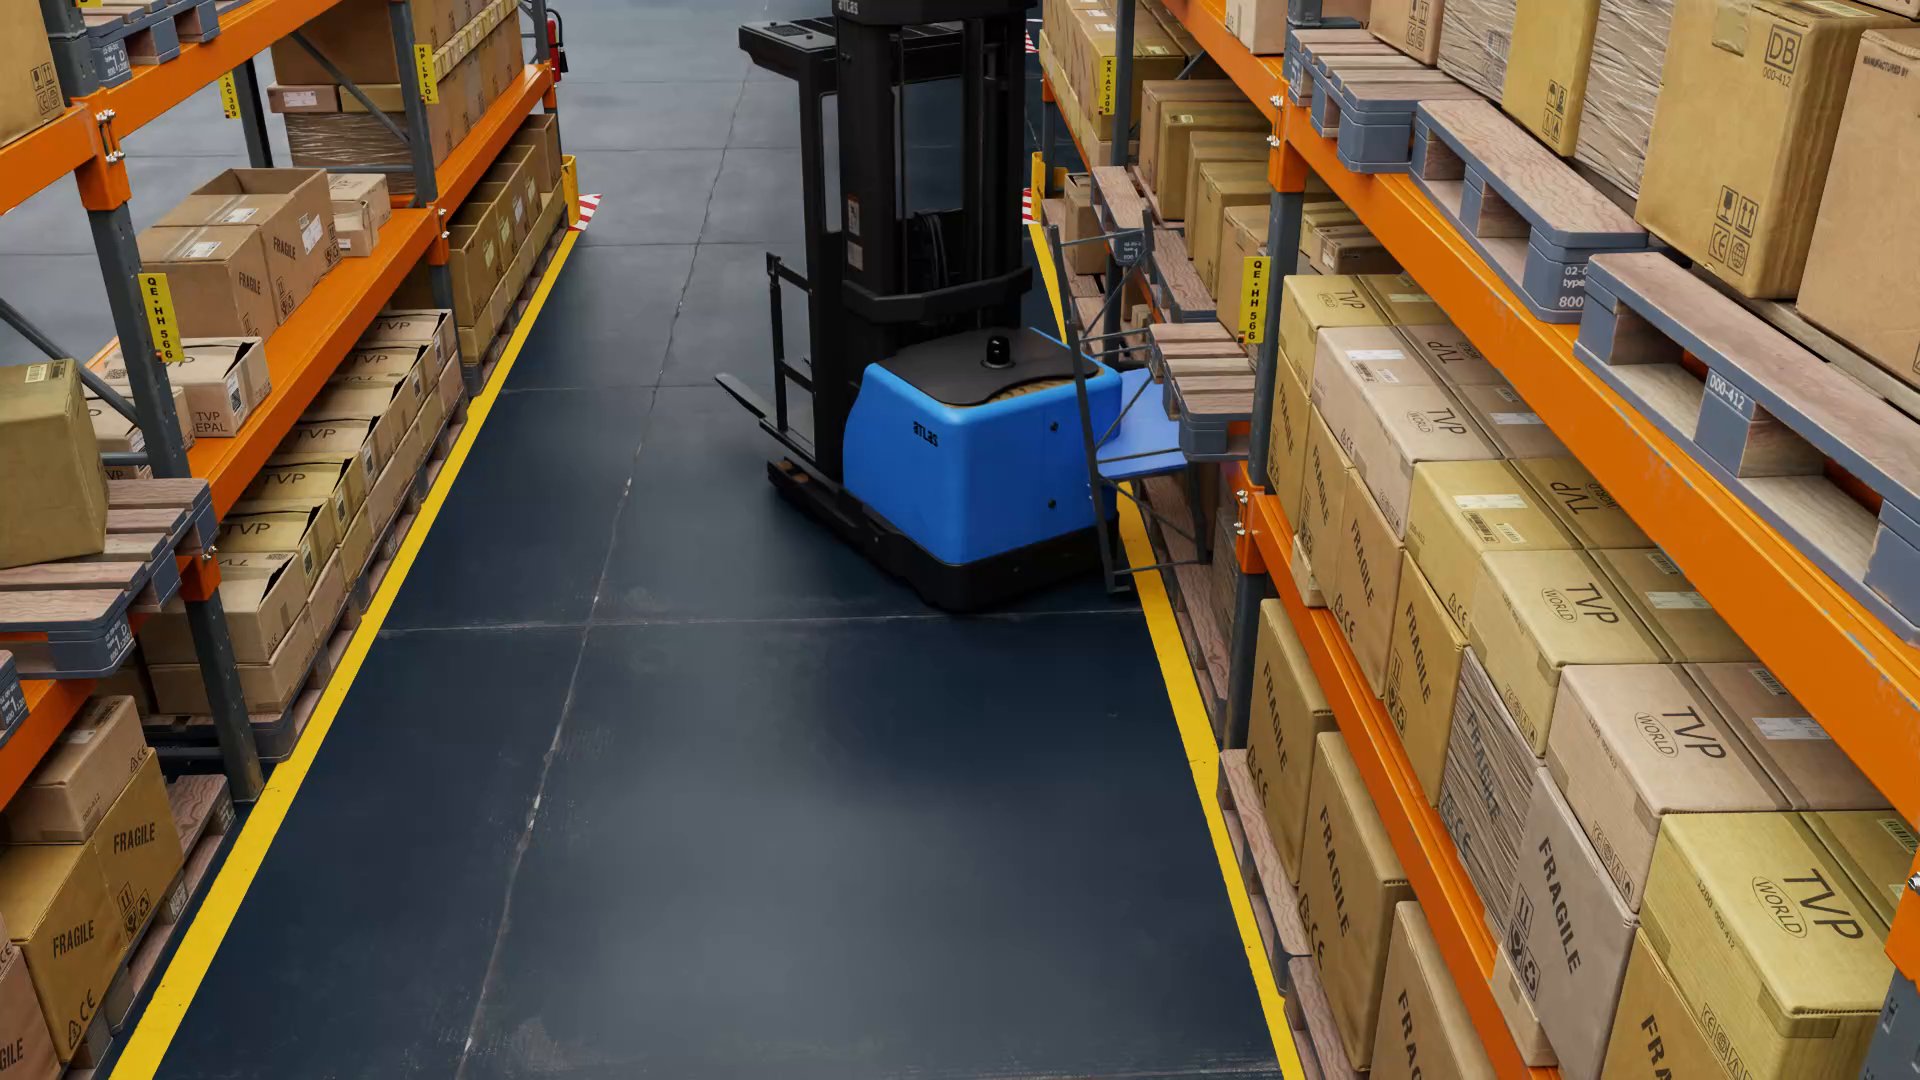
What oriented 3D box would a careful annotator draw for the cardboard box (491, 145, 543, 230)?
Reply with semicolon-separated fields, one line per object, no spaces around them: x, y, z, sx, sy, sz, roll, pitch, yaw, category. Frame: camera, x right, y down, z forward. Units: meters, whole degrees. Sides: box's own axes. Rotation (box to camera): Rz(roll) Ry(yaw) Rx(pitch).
-3.368;-2.573;12.148;0.500;0.500;0.500;-1;28;-3;cardboard box

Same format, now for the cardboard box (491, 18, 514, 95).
-3.717;-3.561;12.226;0.700;0.500;0.500;-1;28;-1;cardboard box

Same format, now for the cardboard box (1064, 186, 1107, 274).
1.151;-2.258;12.064;0.700;0.500;0.500;-3;28;-6;cardboard box

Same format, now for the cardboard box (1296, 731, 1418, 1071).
1.551;1.112;5.244;0.750;0.750;0.750;-2;28;-3;cardboard box

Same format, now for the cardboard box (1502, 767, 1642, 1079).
1.501;0.818;3.487;0.500;0.500;0.500;-1;28;-2;cardboard box

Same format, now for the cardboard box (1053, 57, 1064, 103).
0.957;-3.331;12.034;0.500;0.250;0.500;-2;28;-3;cardboard box

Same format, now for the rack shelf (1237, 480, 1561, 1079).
1.708;0.840;4.673;1.077;0.370;4.000;-1;28;-3;rack shelf

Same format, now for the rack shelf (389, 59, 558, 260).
-3.656;-2.733;11.524;1.077;0.370;4.000;-1;28;-3;rack shelf

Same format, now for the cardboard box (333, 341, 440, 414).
-3.211;-0.924;9.190;0.500;0.311;0.500;-1;28;-1;cardboard box

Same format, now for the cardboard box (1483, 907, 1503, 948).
1.488;0.927;3.980;0.380;0.149;0.250;-1;28;-3;cardboard box

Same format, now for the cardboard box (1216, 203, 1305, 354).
1.513;-1.116;7.062;0.700;0.500;0.500;-4;28;-7;cardboard box

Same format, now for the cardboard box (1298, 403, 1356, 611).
1.392;-0.115;5.275;0.500;0.500;0.500;0;28;-1;cardboard box

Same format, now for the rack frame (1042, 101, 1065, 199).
1.186;-4.097;13.361;1.000;3.000;0.127;-1;28;-3;rack frame

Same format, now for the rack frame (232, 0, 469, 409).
-3.552;-2.128;9.587;1.000;3.000;0.127;-1;28;-3;rack frame

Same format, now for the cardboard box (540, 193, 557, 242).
-3.399;-2.471;12.764;0.500;0.250;0.500;-1;28;-3;cardboard box

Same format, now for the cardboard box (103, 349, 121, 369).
-3.466;-0.757;7.229;0.380;0.149;0.250;1;28;1;cardboard box

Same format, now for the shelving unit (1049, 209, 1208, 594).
0.828;-0.679;8.144;0.538;1.500;1.048;-9;34;4;shelving unit

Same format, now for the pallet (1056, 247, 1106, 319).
1.258;-1.887;12.140;1.003;0.211;1.213;-1;28;-3;pallet

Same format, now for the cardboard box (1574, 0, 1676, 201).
1.821;-1.022;3.638;0.700;0.500;0.500;-1;28;-3;cardboard box

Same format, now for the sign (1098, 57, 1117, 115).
0.854;-2.617;9.587;0.100;0.325;0.005;-1;28;-3;sign

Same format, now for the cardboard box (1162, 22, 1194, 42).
1.556;-2.985;10.560;0.500;0.500;0.500;-2;28;-3;cardboard box

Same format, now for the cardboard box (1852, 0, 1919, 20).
1.854;-1.121;3.017;0.500;0.250;0.500;-2;28;-4;cardboard box

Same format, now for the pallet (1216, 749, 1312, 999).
1.570;1.200;6.221;1.003;0.211;1.213;-1;28;-3;pallet

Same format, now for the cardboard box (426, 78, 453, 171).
-3.615;-2.621;10.423;0.700;0.500;0.500;-2;28;-3;cardboard box

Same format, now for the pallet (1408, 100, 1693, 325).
1.752;-0.836;4.070;1.003;0.211;1.213;0;28;0;pallet

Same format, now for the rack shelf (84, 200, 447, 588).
-3.447;-0.885;7.982;1.077;0.370;4.000;-1;28;-3;rack shelf

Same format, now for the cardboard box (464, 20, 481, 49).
-3.467;-3.419;11.252;0.380;0.149;0.250;-2;28;-3;cardboard box

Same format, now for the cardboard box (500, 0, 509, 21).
-3.522;-3.896;12.168;0.380;0.149;0.250;-2;28;-3;cardboard box

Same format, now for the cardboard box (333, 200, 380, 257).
-3.322;-1.667;8.848;0.396;0.266;0.258;-2;28;-4;cardboard box

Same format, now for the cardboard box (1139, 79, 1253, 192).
1.388;-2.253;9.242;0.700;0.500;0.500;-1;28;-2;cardboard box

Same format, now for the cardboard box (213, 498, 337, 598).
-3.113;0.012;7.396;0.500;0.311;0.500;-2;28;-4;cardboard box

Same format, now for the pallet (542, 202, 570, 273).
-3.679;-2.387;13.098;1.003;0.211;1.213;-1;28;-3;pallet

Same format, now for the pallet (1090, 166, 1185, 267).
1.290;-1.808;9.180;1.003;0.211;1.213;-1;28;-3;pallet

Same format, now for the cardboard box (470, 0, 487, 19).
-3.686;-3.879;11.433;0.700;0.500;0.500;-1;28;-2;cardboard box

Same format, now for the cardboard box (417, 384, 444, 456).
-3.216;-0.677;9.324;0.500;0.250;0.500;-2;28;-3;cardboard box

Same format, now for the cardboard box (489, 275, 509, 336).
-3.294;-1.548;10.993;0.500;0.250;0.500;-1;28;-3;cardboard box

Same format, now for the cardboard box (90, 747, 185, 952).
-3.059;1.059;5.704;0.500;0.500;0.500;0;28;-1;cardboard box

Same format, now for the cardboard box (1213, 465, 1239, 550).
1.604;-0.061;7.850;0.700;0.500;0.500;-1;28;-3;cardboard box

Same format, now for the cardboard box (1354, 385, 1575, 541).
1.429;-0.225;4.675;0.500;0.250;0.500;-1;28;-2;cardboard box

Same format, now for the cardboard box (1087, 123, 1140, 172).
1.068;-2.403;10.255;0.500;0.250;0.500;-1;28;-3;cardboard box

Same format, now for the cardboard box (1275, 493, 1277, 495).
1.547;-0.417;7.723;0.500;0.250;0.500;-1;28;-2;cardboard box

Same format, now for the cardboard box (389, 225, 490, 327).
-3.263;-1.649;10.377;0.500;0.500;0.500;-1;28;-3;cardboard box

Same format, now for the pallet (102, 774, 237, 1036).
-3.341;1.301;6.027;1.003;0.211;1.213;-1;28;-3;pallet

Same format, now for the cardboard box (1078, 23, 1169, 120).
1.030;-2.965;10.522;0.500;0.500;0.500;-2;28;-3;cardboard box

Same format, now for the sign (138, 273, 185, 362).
-2.801;-0.777;5.829;0.100;0.325;0.005;-1;28;-3;sign

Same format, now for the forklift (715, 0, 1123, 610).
-0.413;-1.604;8.656;1.130;2.935;3.031;-16;32;-28;forklift

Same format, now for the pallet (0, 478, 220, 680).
-3.237;0.116;5.492;1.213;0.211;1.003;-1;28;-3;pallet

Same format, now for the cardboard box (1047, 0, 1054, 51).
0.927;-3.915;12.343;0.500;0.500;0.500;-1;28;-2;cardboard box

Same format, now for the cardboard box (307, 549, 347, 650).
-3.104;0.271;7.506;0.500;0.250;0.500;-2;28;-4;cardboard box

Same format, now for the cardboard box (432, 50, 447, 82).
-3.416;-2.945;10.343;0.380;0.149;0.250;-2;28;-3;cardboard box

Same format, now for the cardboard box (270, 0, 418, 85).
-3.581;-2.952;9.656;0.700;0.500;0.500;-1;28;-2;cardboard box
